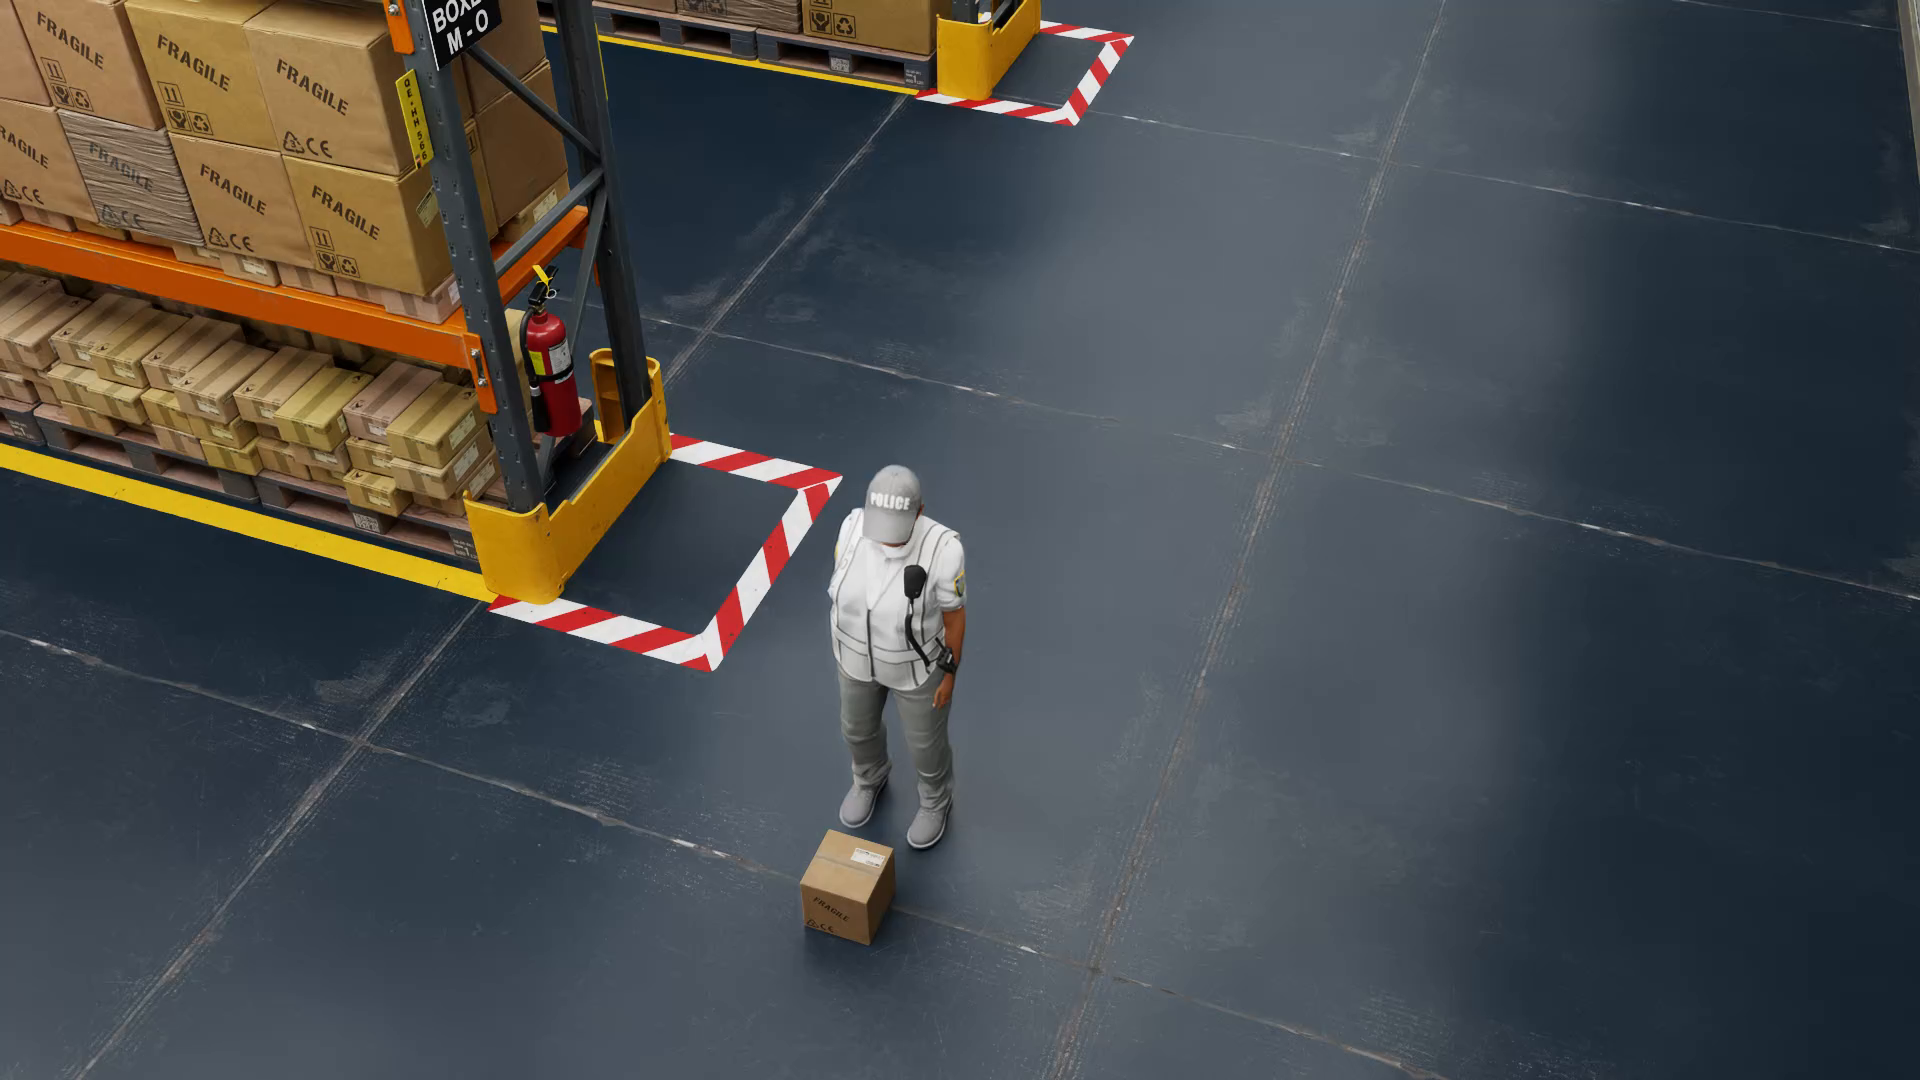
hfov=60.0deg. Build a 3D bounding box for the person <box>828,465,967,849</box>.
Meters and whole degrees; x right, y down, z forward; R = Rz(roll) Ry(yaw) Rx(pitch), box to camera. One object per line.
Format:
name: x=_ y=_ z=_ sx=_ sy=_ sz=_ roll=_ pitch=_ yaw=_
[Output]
person: x=-0.210 y=0.411 z=5.708 sx=0.469 sy=1.664 sz=0.390 roll=15 pitch=44 yaw=16
